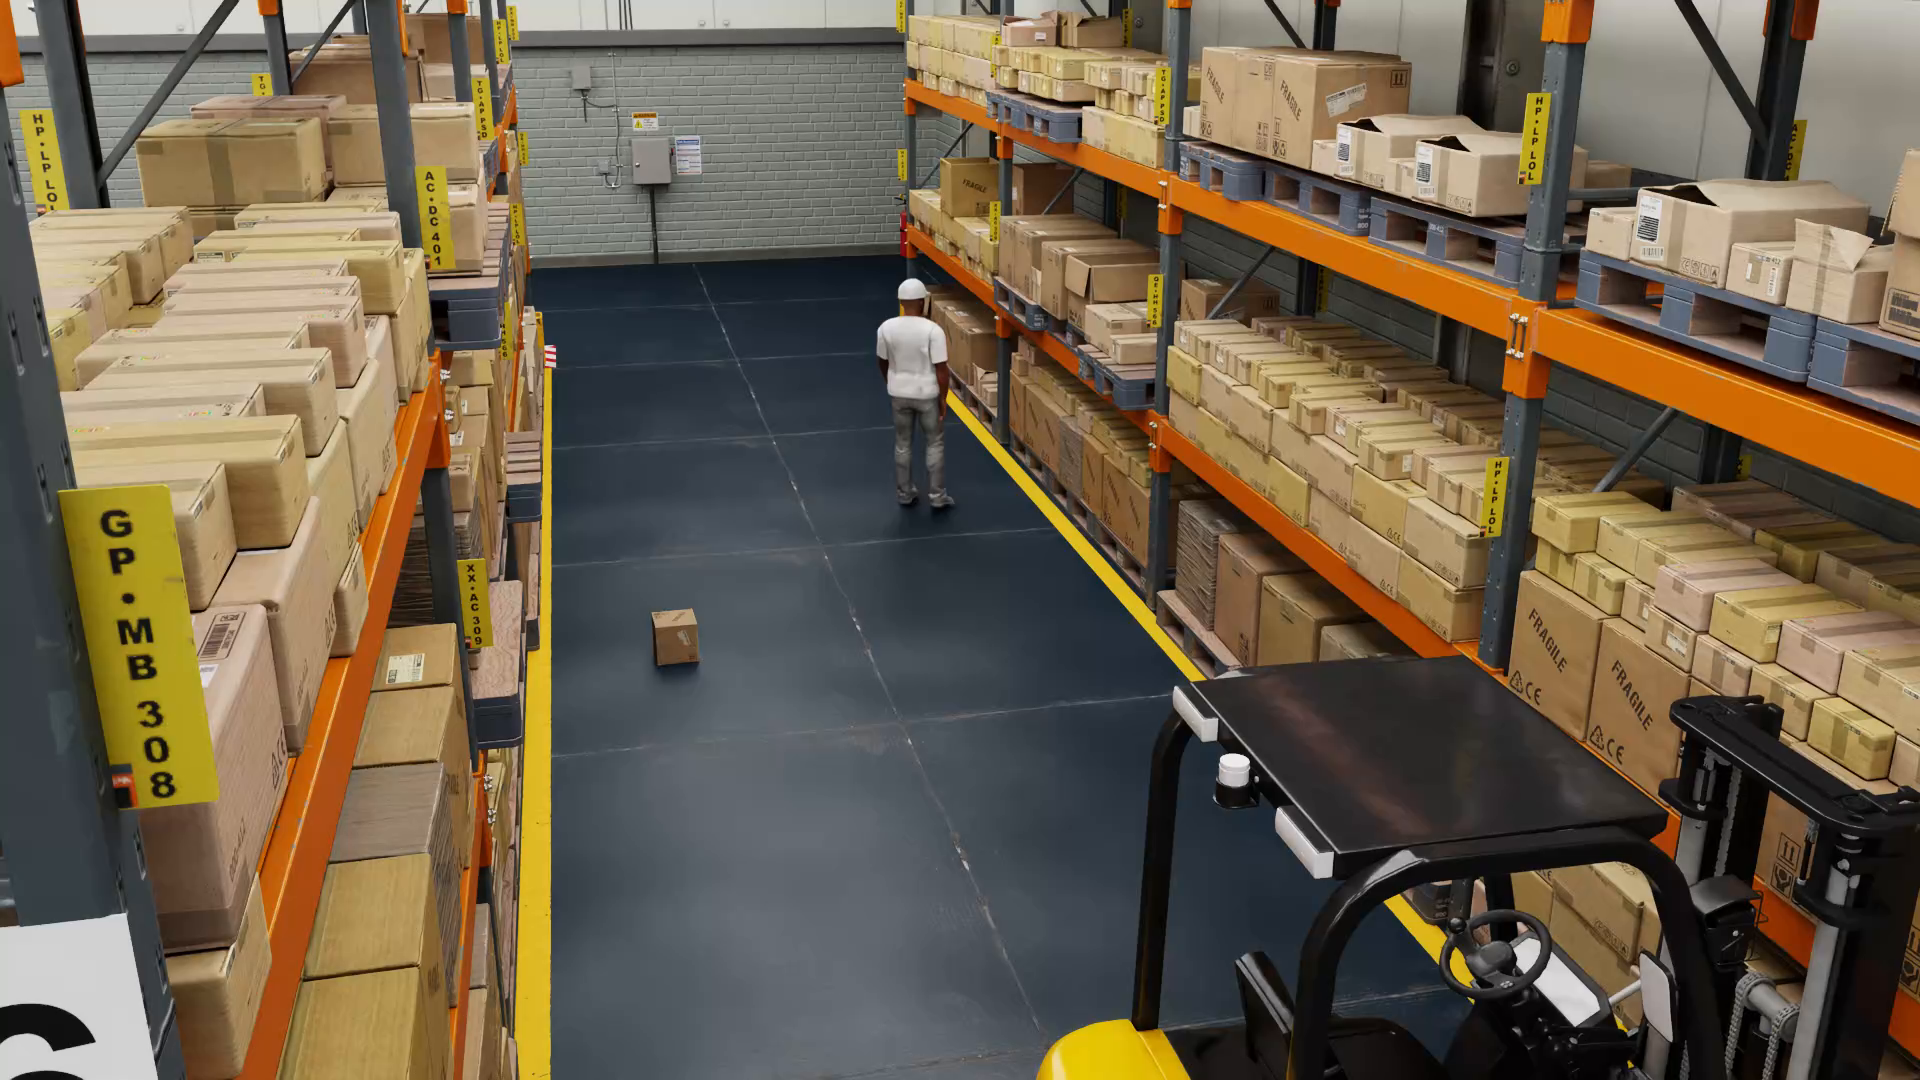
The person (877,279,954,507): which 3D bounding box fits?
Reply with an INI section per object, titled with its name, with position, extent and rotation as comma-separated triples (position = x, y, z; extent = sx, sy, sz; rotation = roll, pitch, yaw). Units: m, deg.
[person]
position = -0.326, -1.105, 12.636
extent = 0.588, 1.794, 0.489
rotation = 6, 20, 16
